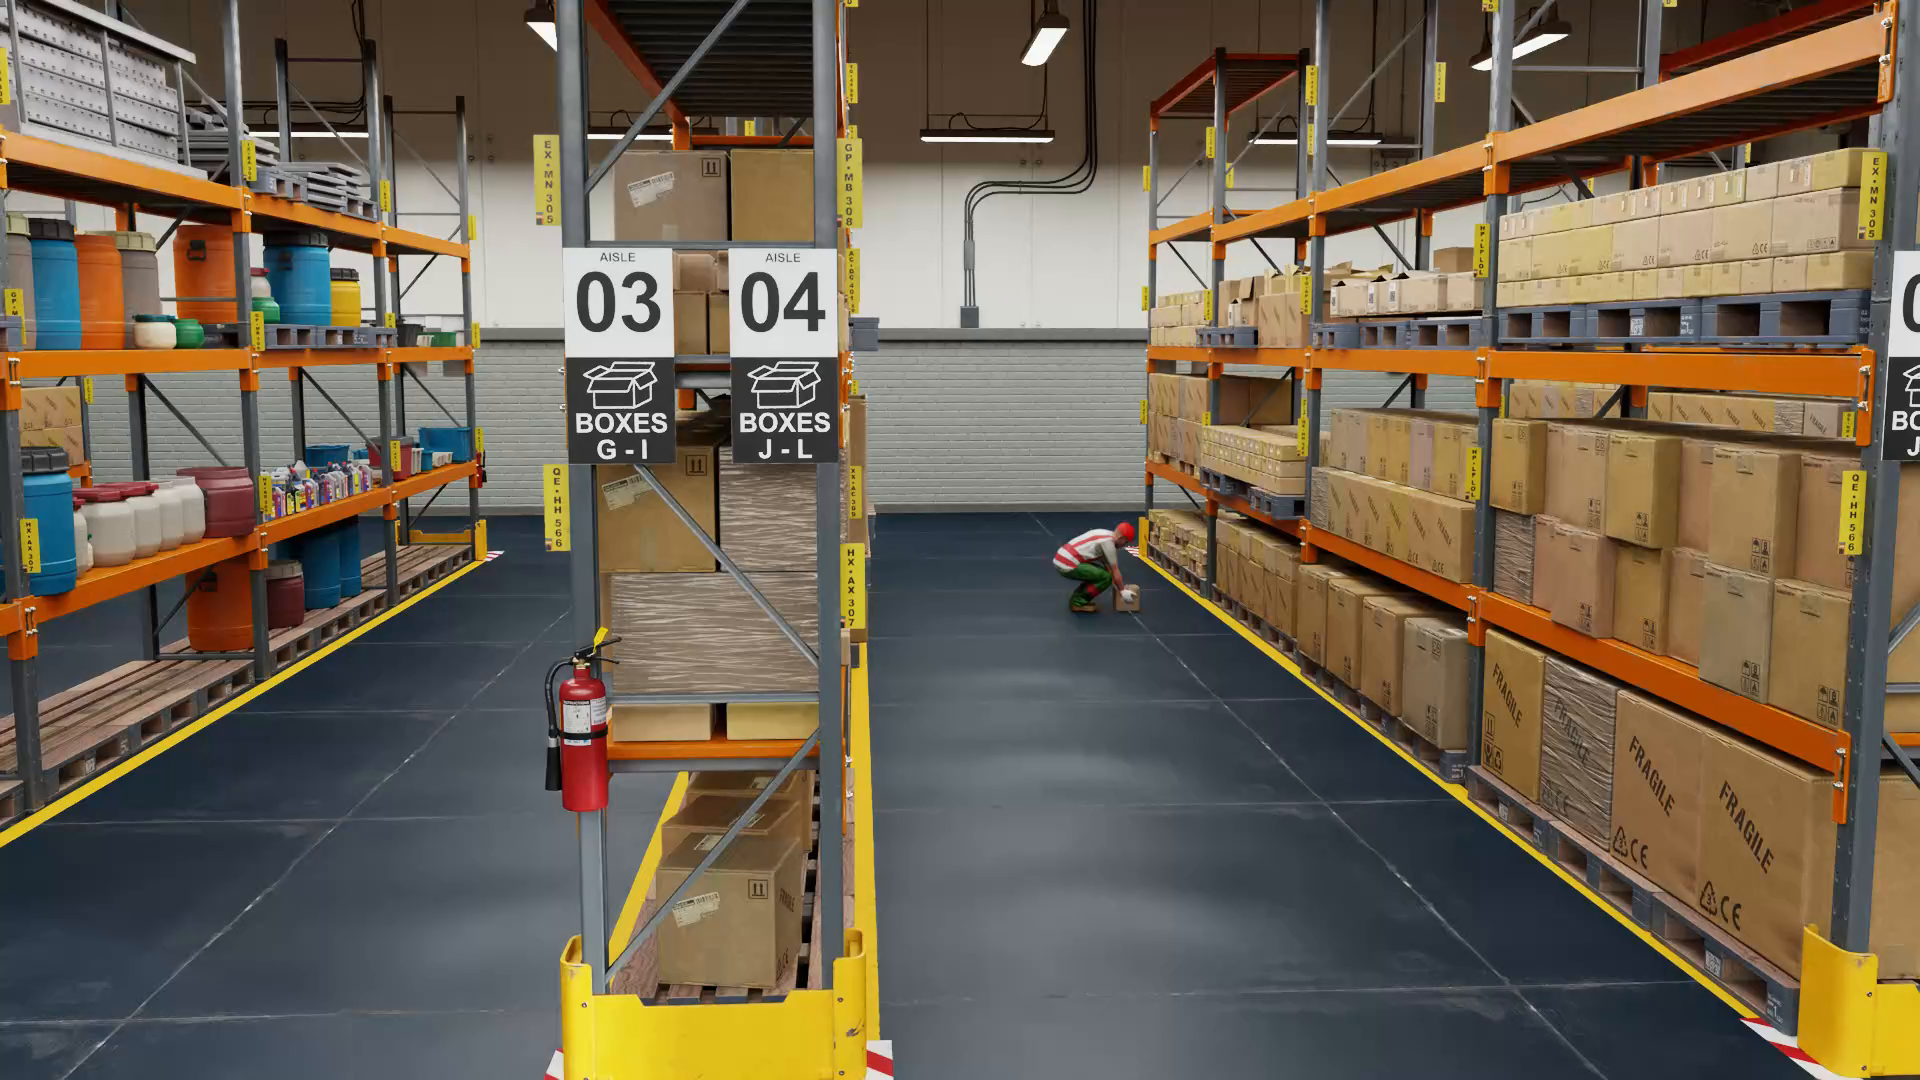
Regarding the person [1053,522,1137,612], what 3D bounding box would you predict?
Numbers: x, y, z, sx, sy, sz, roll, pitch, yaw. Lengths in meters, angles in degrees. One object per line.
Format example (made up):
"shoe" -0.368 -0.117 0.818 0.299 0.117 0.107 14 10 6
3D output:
"person" 1.444 0.284 17.885 0.885 0.937 0.570 0 7 -4
